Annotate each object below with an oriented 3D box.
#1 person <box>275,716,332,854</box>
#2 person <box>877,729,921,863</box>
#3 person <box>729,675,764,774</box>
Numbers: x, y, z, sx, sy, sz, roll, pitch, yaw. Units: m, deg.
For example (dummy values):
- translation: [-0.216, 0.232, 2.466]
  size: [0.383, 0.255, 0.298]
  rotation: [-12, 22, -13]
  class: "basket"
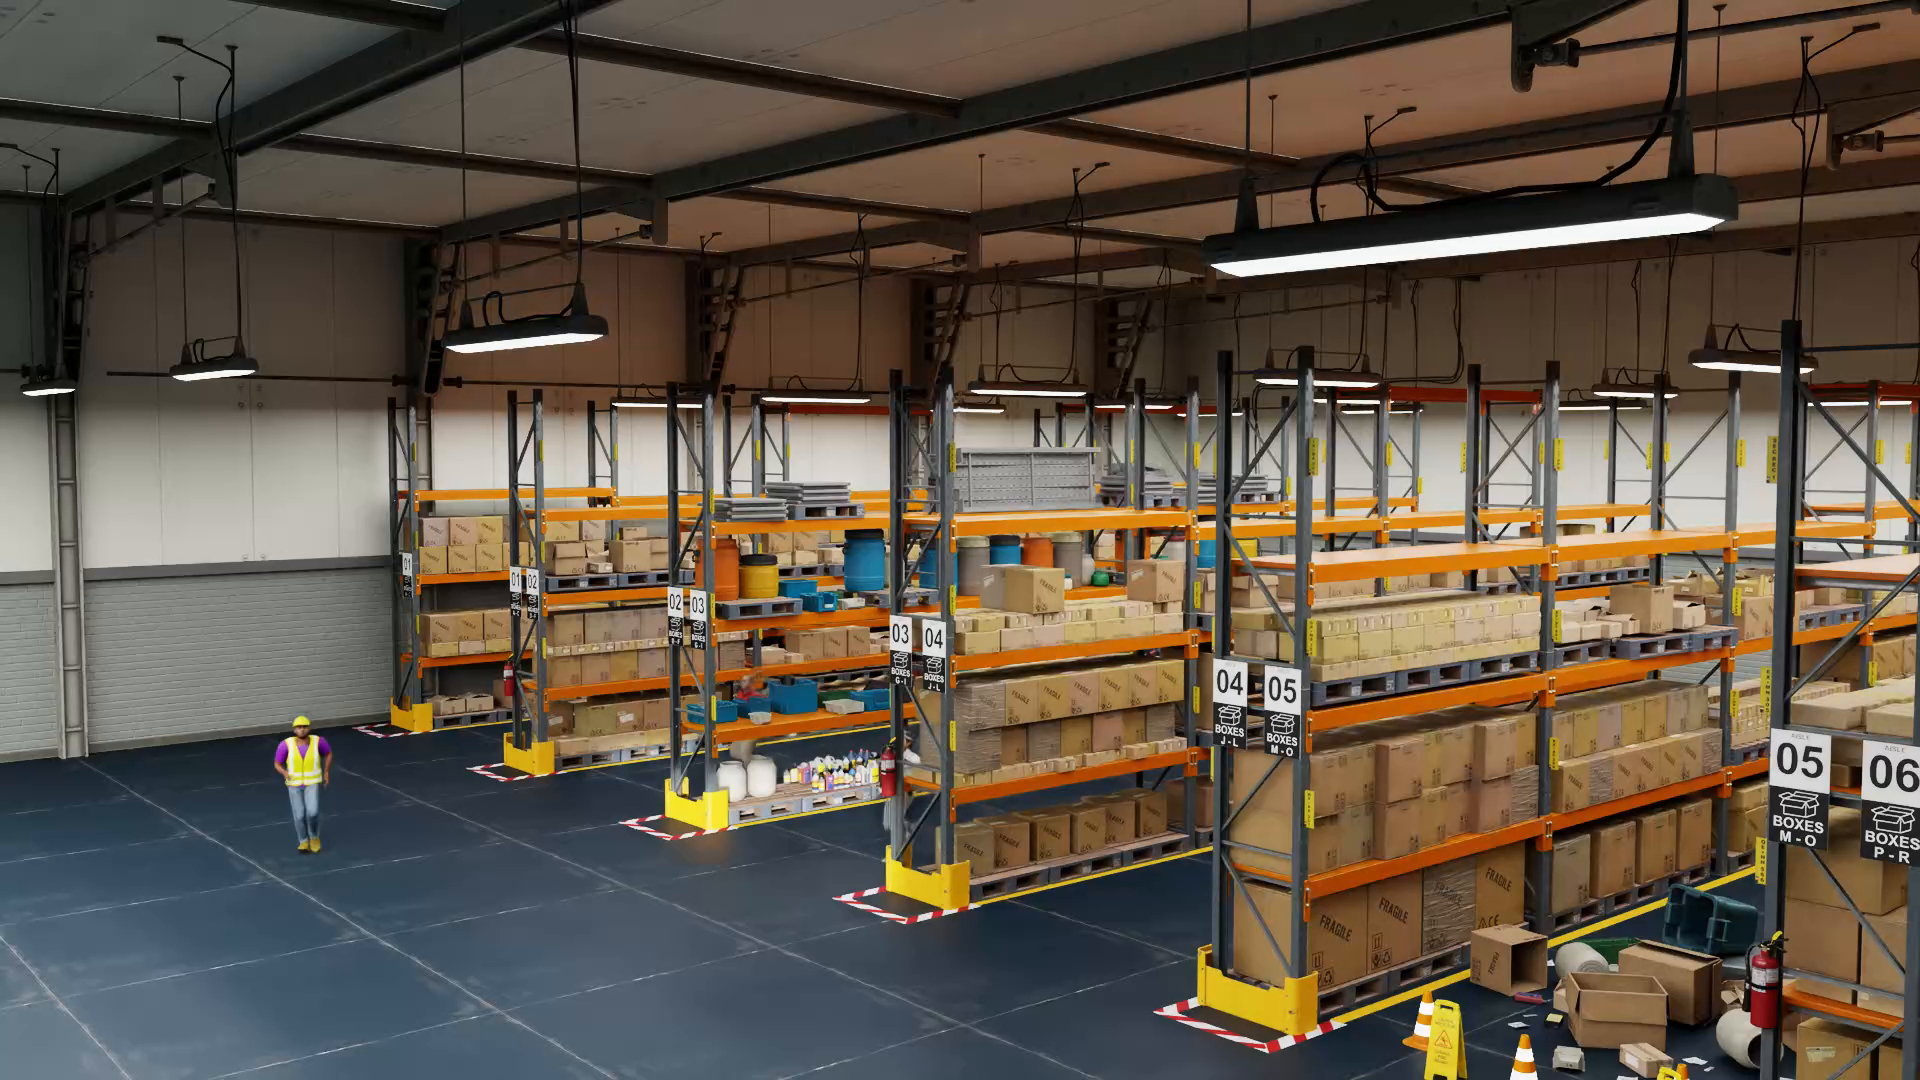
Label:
- translation: [-8.231, 3.074, 20.840]
  size: [0.666, 1.751, 0.670]
  rotation: [-1, 3, -17]
  class: "person"
- translation: [-0.710, 3.138, 20.544]
  size: [0.623, 1.643, 0.608]
  rotation: [-3, 5, -42]
  class: "person"
- translation: [-3.165, 2.864, 25.052]
  size: [0.655, 1.672, 0.603]
  rotation: [3, 4, 40]
  class: "person"
